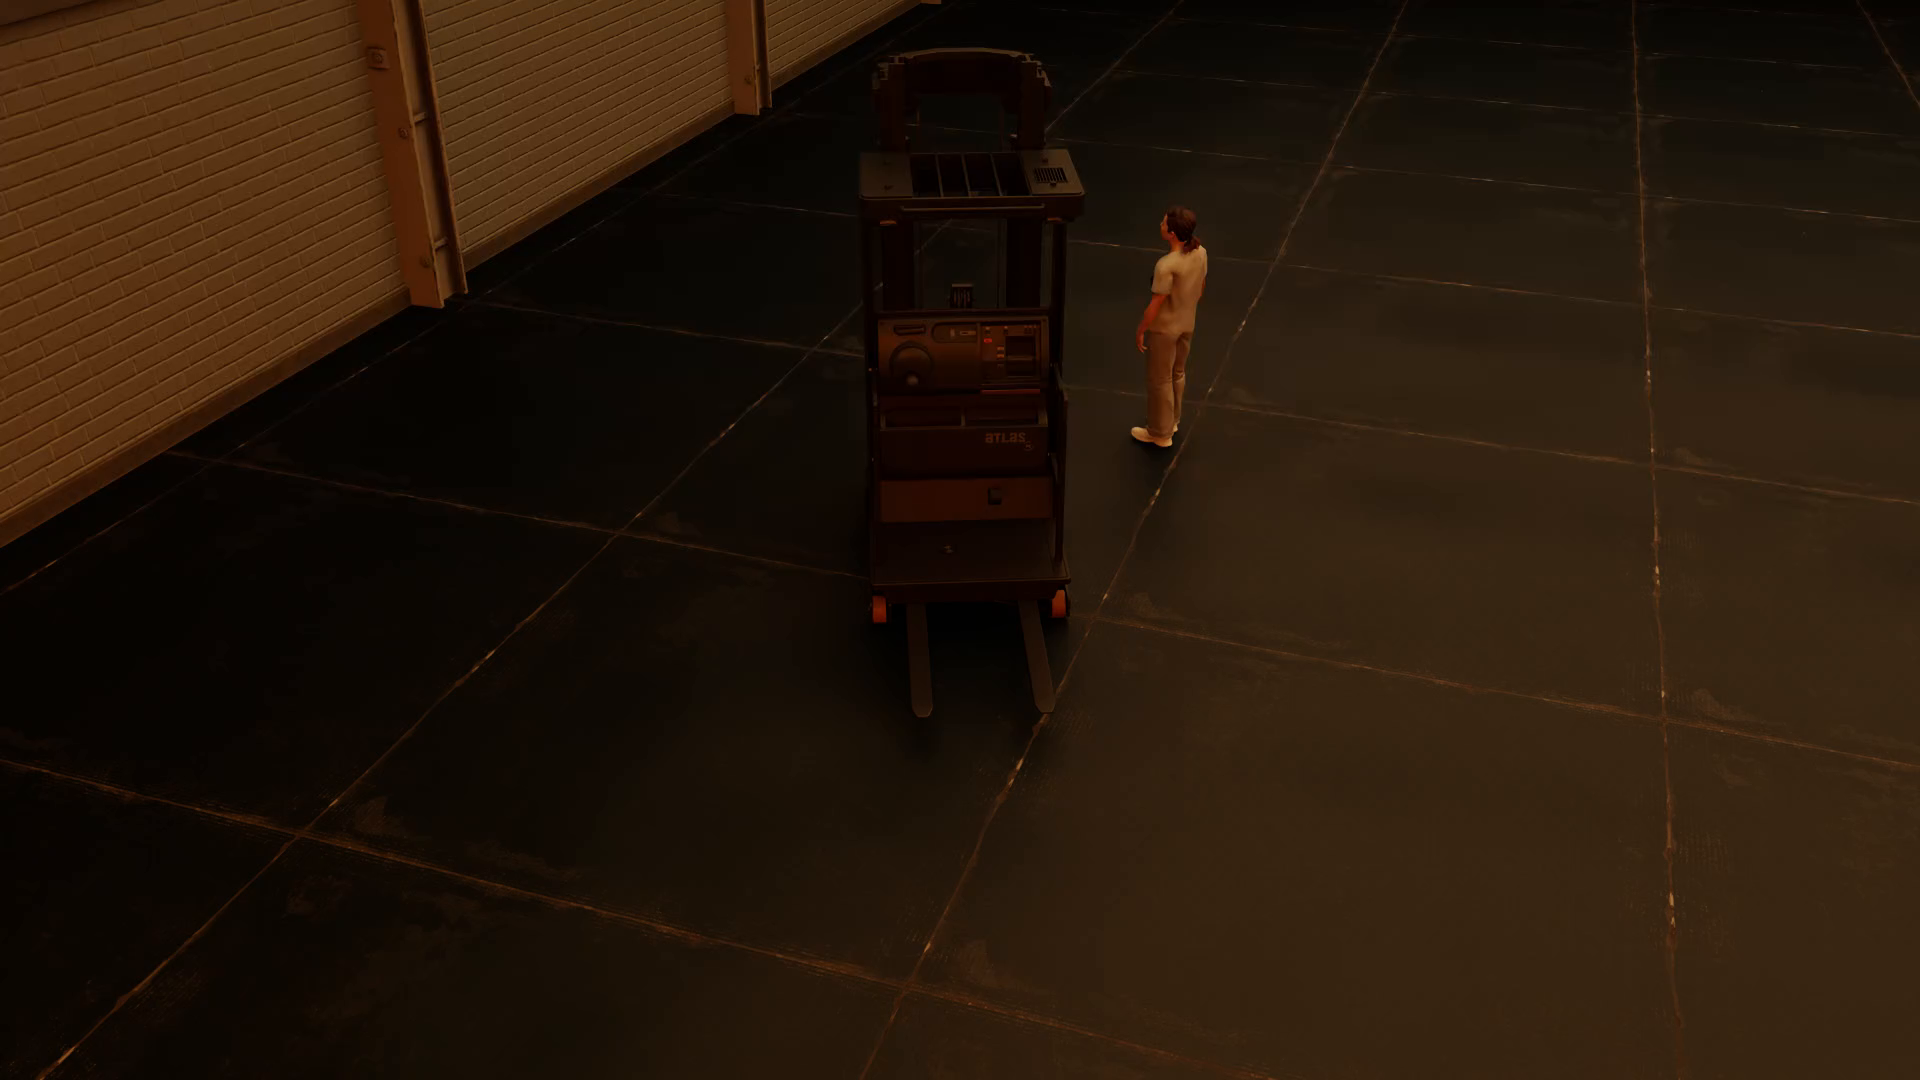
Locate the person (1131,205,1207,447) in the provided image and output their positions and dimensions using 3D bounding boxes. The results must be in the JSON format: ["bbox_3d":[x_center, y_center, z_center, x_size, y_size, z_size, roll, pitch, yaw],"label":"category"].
[{"bbox_3d":[1.322,-1.404,10.852,0.550,1.675,0.549,-25,38,-36],"label":"person"}]

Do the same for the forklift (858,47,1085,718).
[{"bbox_3d":[0.035,-0.972,8.842,1.130,2.935,3.031,-2,30,-3],"label":"forklift"}]
